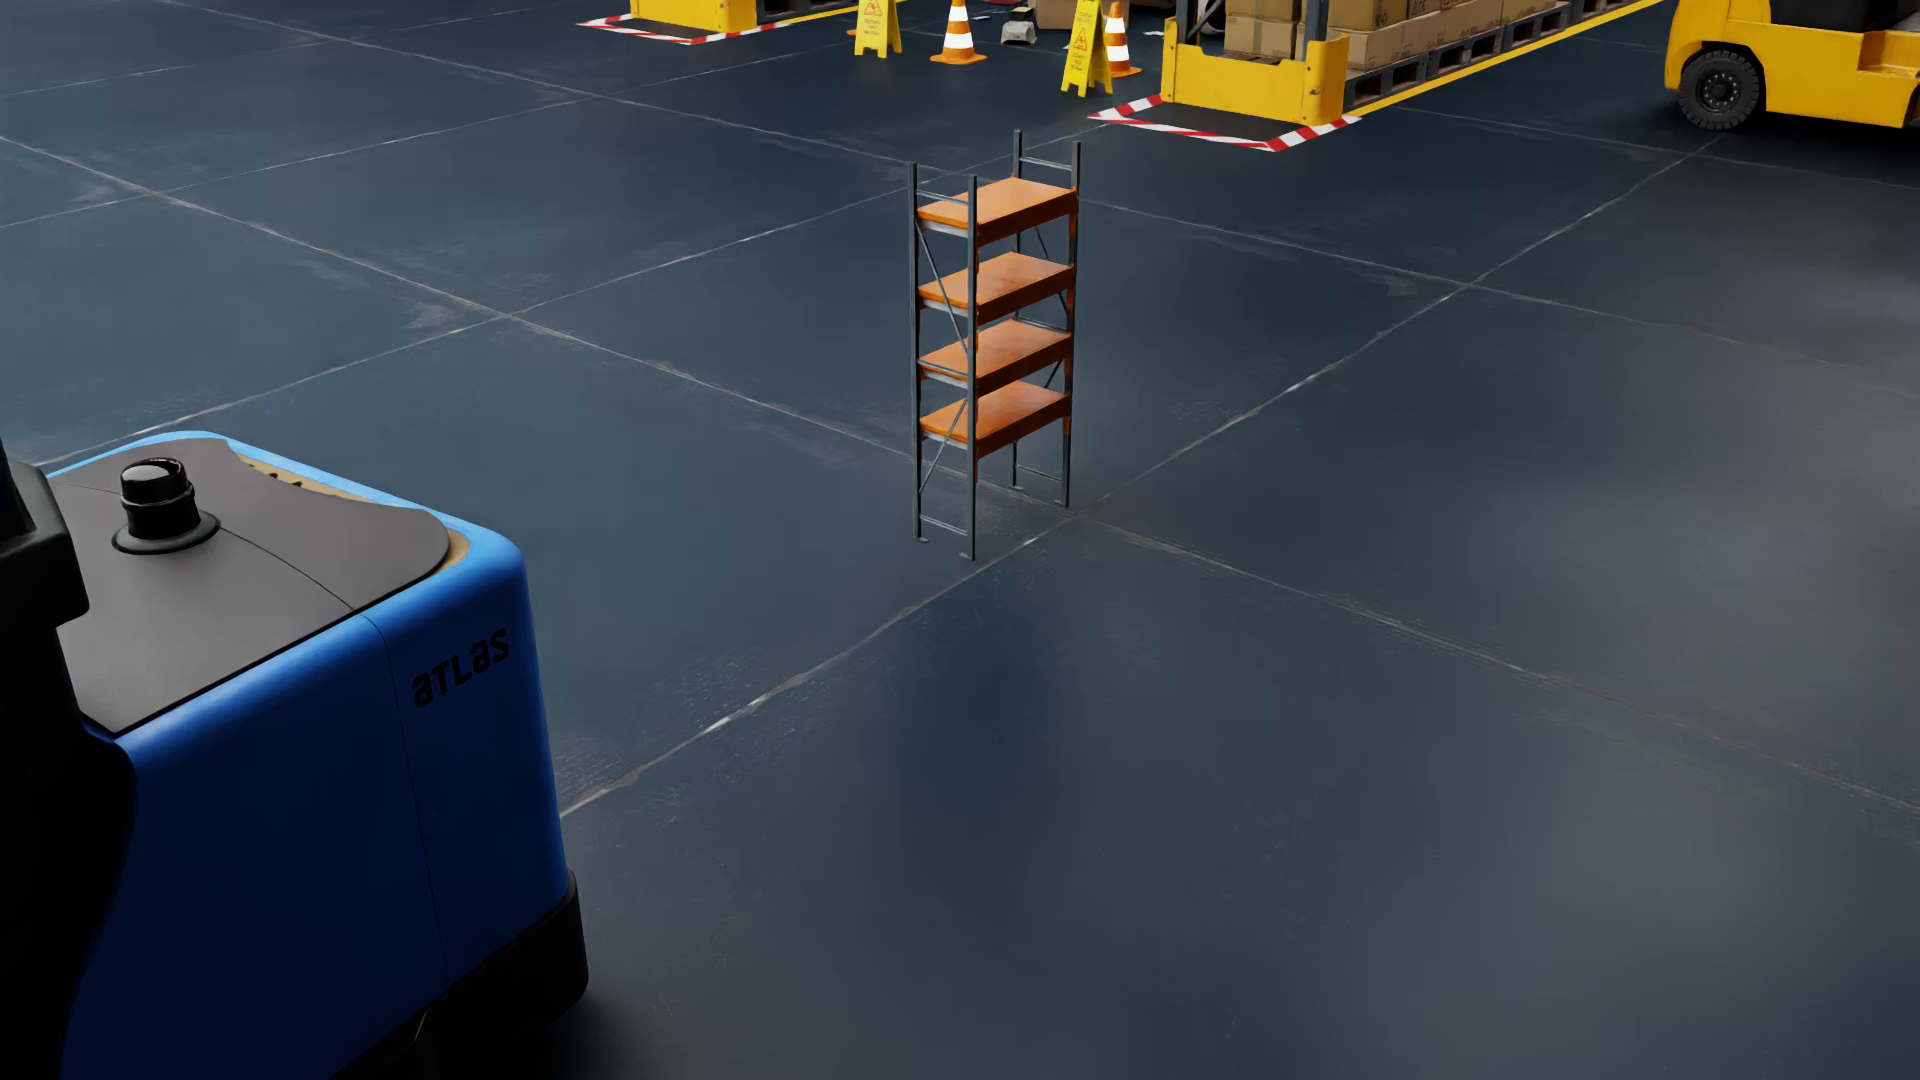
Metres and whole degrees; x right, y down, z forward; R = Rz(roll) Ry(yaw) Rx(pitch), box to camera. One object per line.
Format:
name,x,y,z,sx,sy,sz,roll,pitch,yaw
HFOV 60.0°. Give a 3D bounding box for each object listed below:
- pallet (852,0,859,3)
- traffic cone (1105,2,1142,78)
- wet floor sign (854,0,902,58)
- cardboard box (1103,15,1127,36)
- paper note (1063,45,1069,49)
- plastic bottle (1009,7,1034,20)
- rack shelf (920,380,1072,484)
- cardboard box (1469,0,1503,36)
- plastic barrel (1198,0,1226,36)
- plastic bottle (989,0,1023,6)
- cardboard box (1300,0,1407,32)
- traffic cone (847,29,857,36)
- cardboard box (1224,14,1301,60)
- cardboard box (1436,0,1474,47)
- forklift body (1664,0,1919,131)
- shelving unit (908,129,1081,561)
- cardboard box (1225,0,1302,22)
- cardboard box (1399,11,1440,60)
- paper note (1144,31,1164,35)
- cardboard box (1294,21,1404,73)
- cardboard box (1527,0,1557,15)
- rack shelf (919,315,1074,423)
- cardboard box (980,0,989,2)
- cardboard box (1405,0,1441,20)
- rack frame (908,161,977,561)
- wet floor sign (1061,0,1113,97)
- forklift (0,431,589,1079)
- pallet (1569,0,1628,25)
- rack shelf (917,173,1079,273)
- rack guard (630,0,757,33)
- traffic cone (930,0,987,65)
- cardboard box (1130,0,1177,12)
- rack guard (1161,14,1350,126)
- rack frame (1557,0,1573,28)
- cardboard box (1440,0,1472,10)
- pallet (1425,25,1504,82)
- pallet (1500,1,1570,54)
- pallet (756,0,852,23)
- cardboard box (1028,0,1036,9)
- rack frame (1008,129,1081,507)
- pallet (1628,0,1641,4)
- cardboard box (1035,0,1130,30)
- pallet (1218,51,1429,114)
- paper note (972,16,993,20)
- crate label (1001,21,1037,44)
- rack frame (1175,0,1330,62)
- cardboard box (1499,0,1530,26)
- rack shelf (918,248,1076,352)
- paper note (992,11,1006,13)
pallet,-0.876,-4.951,14.591,1.003,0.211,1.213,21,34,34
traffic cone,1.061,-3.444,11.404,0.336,0.463,0.334,21,34,34
wet floor sign,-0.591,-3.818,11.928,0.267,0.644,0.232,15,31,26
cardboard box,1.058,-3.830,12.492,0.250,0.149,0.380,-10,29,-18
paper note,0.848,-3.640,12.253,0.148,0.019,0.142,9,29,17
plastic bottle,0.502,-4.254,13.406,0.133,0.061,0.283,9,29,17
rack shelf,0.105,-0.355,5.210,0.258,0.148,0.480,21,34,34
cardboard box,3.501,-3.766,11.801,0.500,0.250,0.500,21,34,35
plastic barrel,1.929,-4.072,12.661,0.421,0.421,0.512,-5,28,-9
plastic bottle,0.396,-4.511,13.904,0.283,0.061,0.133,9,29,17
cardboard box,2.524,-3.554,10.574,0.500,0.500,0.500,19,33,33
traffic cone,-0.667,-4.099,12.670,0.336,0.463,0.334,21,34,34
cardboard box,2.105,-3.381,11.056,0.500,0.250,0.500,21,34,34
cardboard box,3.177,-3.588,11.457,0.500,0.250,0.500,24,35,38
forklift body,5.414,-3.421,9.522,2.313,2.155,1.214,21,34,34
shelving unit,0.105,-0.592,5.088,0.258,1.200,0.503,21,34,34
cardboard box,2.091,-3.700,10.857,0.500,0.500,0.500,21,34,35
cardboard box,2.840,-3.391,11.075,0.500,0.250,0.500,22,35,36
paper note,1.504,-3.892,12.753,0.142,0.019,0.148,-15,31,-27
cardboard box,2.509,-3.212,10.730,0.500,0.250,0.500,20,34,34
cardboard box,4.159,-4.137,12.518,0.500,0.250,0.500,23,35,37
rack shelf,0.105,-0.532,5.119,0.258,0.148,0.480,21,34,34
cardboard box,0.248,-4.911,14.197,0.500,0.500,0.500,-21,34,-35
cardboard box,2.853,-3.740,10.935,0.500,0.500,0.500,19,33,33
rack frame,-0.050,-0.505,4.921,0.240,1.200,0.015,21,34,34
wet floor sign,0.836,-3.241,10.813,0.232,0.644,0.267,-15,31,-27
forklift,-1.975,0.098,1.871,1.130,2.935,3.031,17,32,29
pallet,4.821,-4.498,13.715,1.003,0.211,1.213,21,34,34
rack shelf,0.105,-0.941,4.907,0.258,0.148,0.480,21,34,34
rack guard,-2.116,-4.334,13.083,1.175,0.500,0.348,21,34,34
traffic cone,-0.012,-3.648,11.798,0.336,0.463,0.334,21,34,34
cardboard box,1.535,-4.690,13.620,0.797,0.637,0.503,21,34,34
rack guard,1.831,-2.958,10.424,1.175,0.500,0.348,21,34,34
rack frame,4.327,-5.460,12.539,1.000,3.000,0.127,21,34,34
cardboard box,3.179,-3.916,11.274,0.500,0.500,0.500,22,34,35
pallet,3.152,-3.538,11.860,1.003,0.211,1.213,21,34,34
pallet,3.927,-3.973,12.700,1.003,0.211,1.213,21,34,34
pallet,-1.653,-4.520,13.758,1.003,0.211,1.213,21,34,34
cardboard box,0.771,-4.509,13.676,0.258,0.266,0.396,-21,34,-35
rack frame,0.260,-0.678,5.255,0.240,1.200,0.015,21,34,34
pallet,5.597,-4.932,14.554,1.003,0.211,1.213,21,34,34
cardboard box,0.947,-4.295,13.006,0.797,0.503,0.637,0,27,0
pallet,2.375,-3.108,11.028,1.003,0.211,1.213,21,34,34
paper note,0.180,-4.178,13.295,0.142,0.017,0.144,-15,31,-27
crate label,0.441,-3.800,12.447,0.250,0.136,0.298,4,28,8
rack frame,1.783,-4.042,9.798,1.000,3.000,0.127,21,34,34
cardboard box,3.828,-3.945,12.147,0.500,0.250,0.500,20,33,33
rack shelf,0.105,-0.731,5.016,0.258,0.148,0.480,21,34,34
paper note,0.320,-4.304,13.559,0.123,0.001,0.032,-10,29,-18
